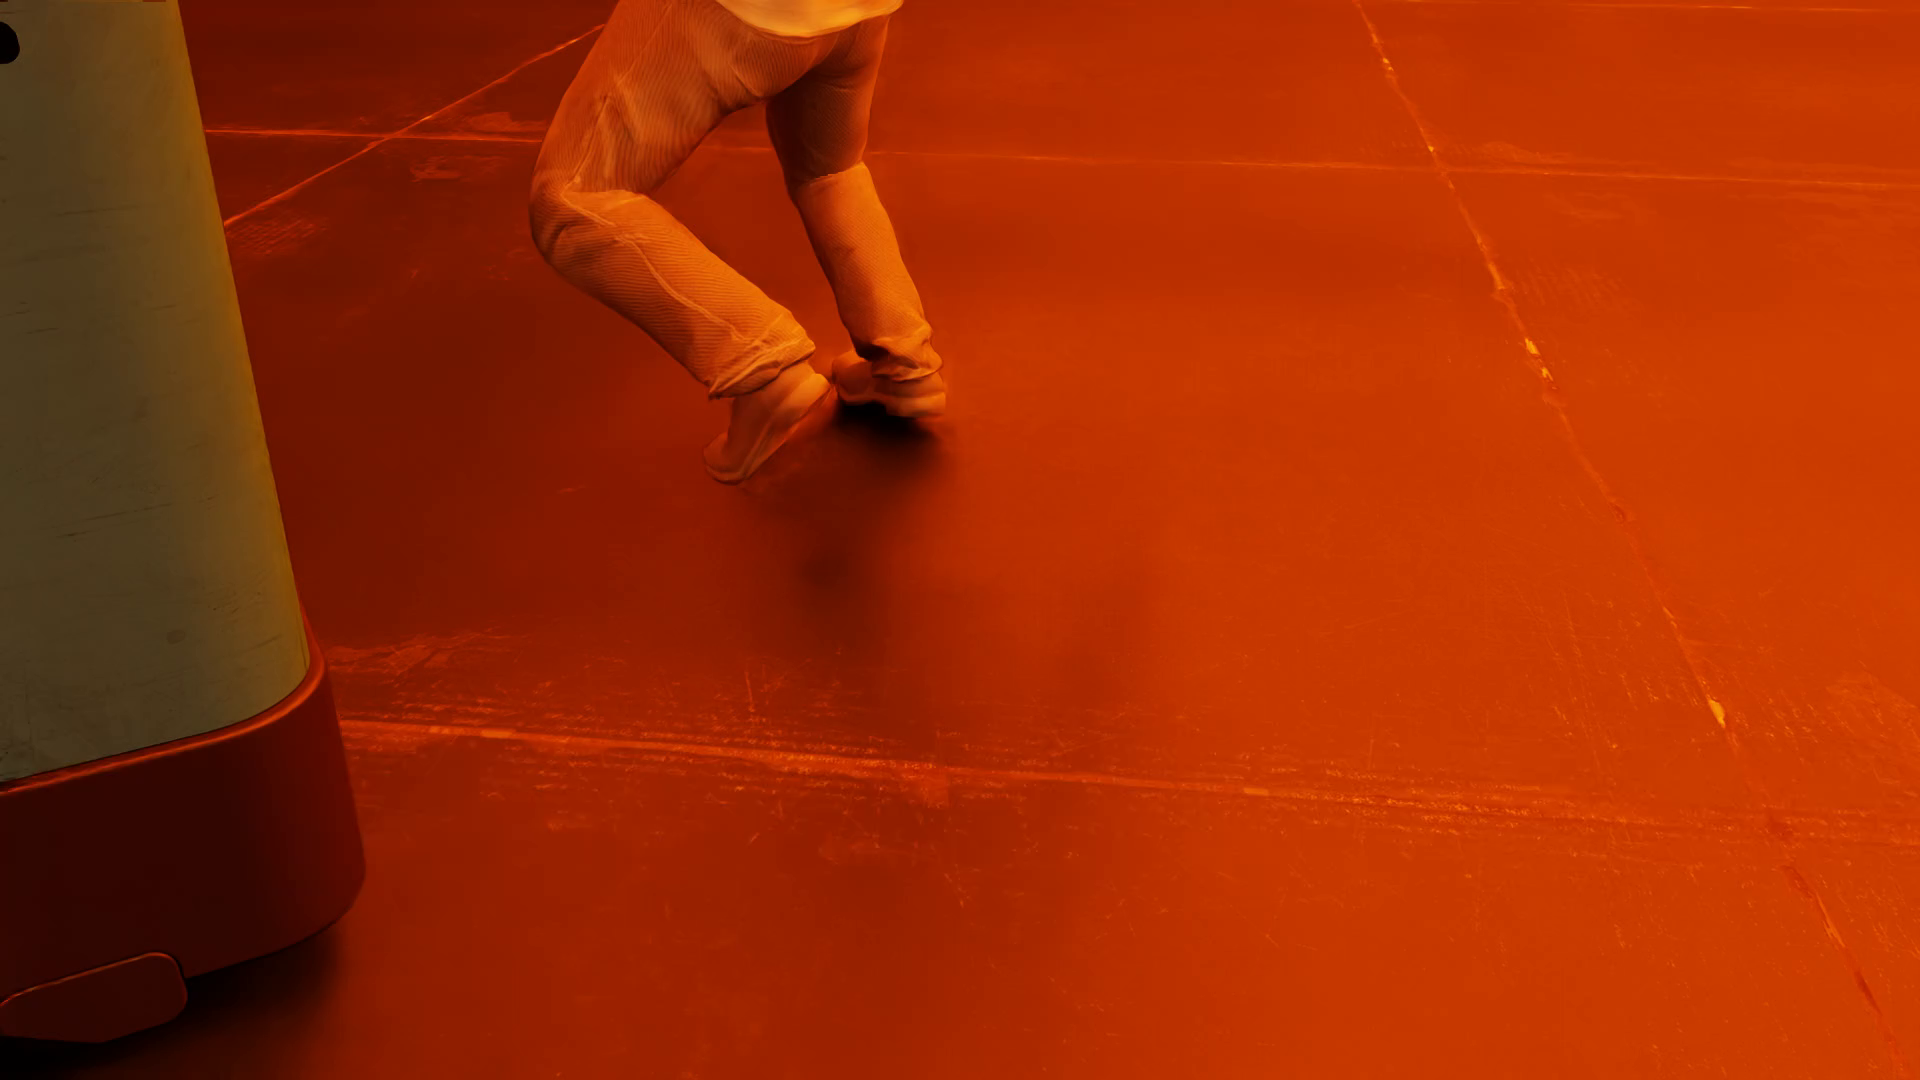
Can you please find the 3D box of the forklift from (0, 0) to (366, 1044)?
[{"bbox_3d":[-2.134,-0.760,0.741,3.031,2.935,1.130,-14,30,-26],"label":"forklift"}]

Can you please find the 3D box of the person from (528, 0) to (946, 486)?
[{"bbox_3d":[-0.126,-0.924,2.537,0.705,1.595,1.018,18,32,31],"label":"person"}]
